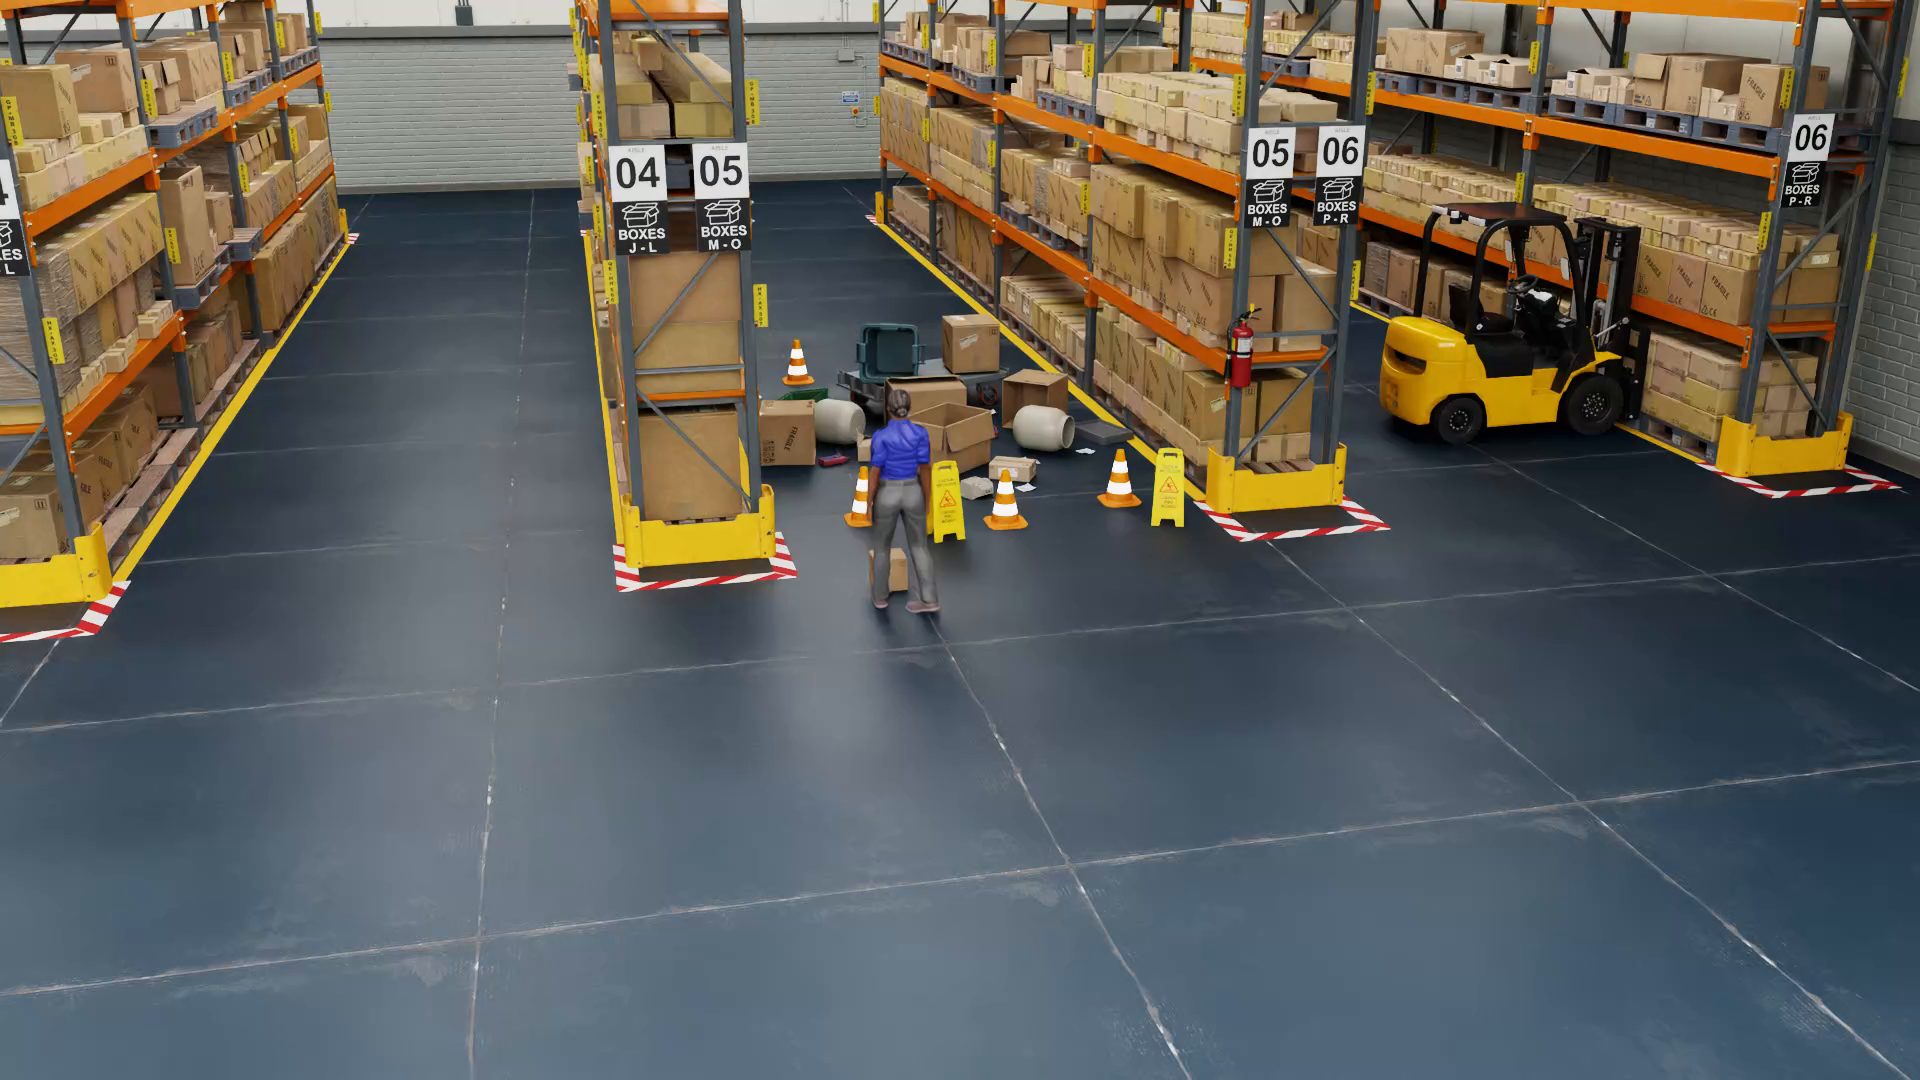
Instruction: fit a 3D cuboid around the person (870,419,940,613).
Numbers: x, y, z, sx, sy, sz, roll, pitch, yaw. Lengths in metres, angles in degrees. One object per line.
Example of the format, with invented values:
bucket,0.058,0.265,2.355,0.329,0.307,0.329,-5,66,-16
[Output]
person,-0.435,-0.187,11.911,0.453,1.461,0.541,-7,21,-18
